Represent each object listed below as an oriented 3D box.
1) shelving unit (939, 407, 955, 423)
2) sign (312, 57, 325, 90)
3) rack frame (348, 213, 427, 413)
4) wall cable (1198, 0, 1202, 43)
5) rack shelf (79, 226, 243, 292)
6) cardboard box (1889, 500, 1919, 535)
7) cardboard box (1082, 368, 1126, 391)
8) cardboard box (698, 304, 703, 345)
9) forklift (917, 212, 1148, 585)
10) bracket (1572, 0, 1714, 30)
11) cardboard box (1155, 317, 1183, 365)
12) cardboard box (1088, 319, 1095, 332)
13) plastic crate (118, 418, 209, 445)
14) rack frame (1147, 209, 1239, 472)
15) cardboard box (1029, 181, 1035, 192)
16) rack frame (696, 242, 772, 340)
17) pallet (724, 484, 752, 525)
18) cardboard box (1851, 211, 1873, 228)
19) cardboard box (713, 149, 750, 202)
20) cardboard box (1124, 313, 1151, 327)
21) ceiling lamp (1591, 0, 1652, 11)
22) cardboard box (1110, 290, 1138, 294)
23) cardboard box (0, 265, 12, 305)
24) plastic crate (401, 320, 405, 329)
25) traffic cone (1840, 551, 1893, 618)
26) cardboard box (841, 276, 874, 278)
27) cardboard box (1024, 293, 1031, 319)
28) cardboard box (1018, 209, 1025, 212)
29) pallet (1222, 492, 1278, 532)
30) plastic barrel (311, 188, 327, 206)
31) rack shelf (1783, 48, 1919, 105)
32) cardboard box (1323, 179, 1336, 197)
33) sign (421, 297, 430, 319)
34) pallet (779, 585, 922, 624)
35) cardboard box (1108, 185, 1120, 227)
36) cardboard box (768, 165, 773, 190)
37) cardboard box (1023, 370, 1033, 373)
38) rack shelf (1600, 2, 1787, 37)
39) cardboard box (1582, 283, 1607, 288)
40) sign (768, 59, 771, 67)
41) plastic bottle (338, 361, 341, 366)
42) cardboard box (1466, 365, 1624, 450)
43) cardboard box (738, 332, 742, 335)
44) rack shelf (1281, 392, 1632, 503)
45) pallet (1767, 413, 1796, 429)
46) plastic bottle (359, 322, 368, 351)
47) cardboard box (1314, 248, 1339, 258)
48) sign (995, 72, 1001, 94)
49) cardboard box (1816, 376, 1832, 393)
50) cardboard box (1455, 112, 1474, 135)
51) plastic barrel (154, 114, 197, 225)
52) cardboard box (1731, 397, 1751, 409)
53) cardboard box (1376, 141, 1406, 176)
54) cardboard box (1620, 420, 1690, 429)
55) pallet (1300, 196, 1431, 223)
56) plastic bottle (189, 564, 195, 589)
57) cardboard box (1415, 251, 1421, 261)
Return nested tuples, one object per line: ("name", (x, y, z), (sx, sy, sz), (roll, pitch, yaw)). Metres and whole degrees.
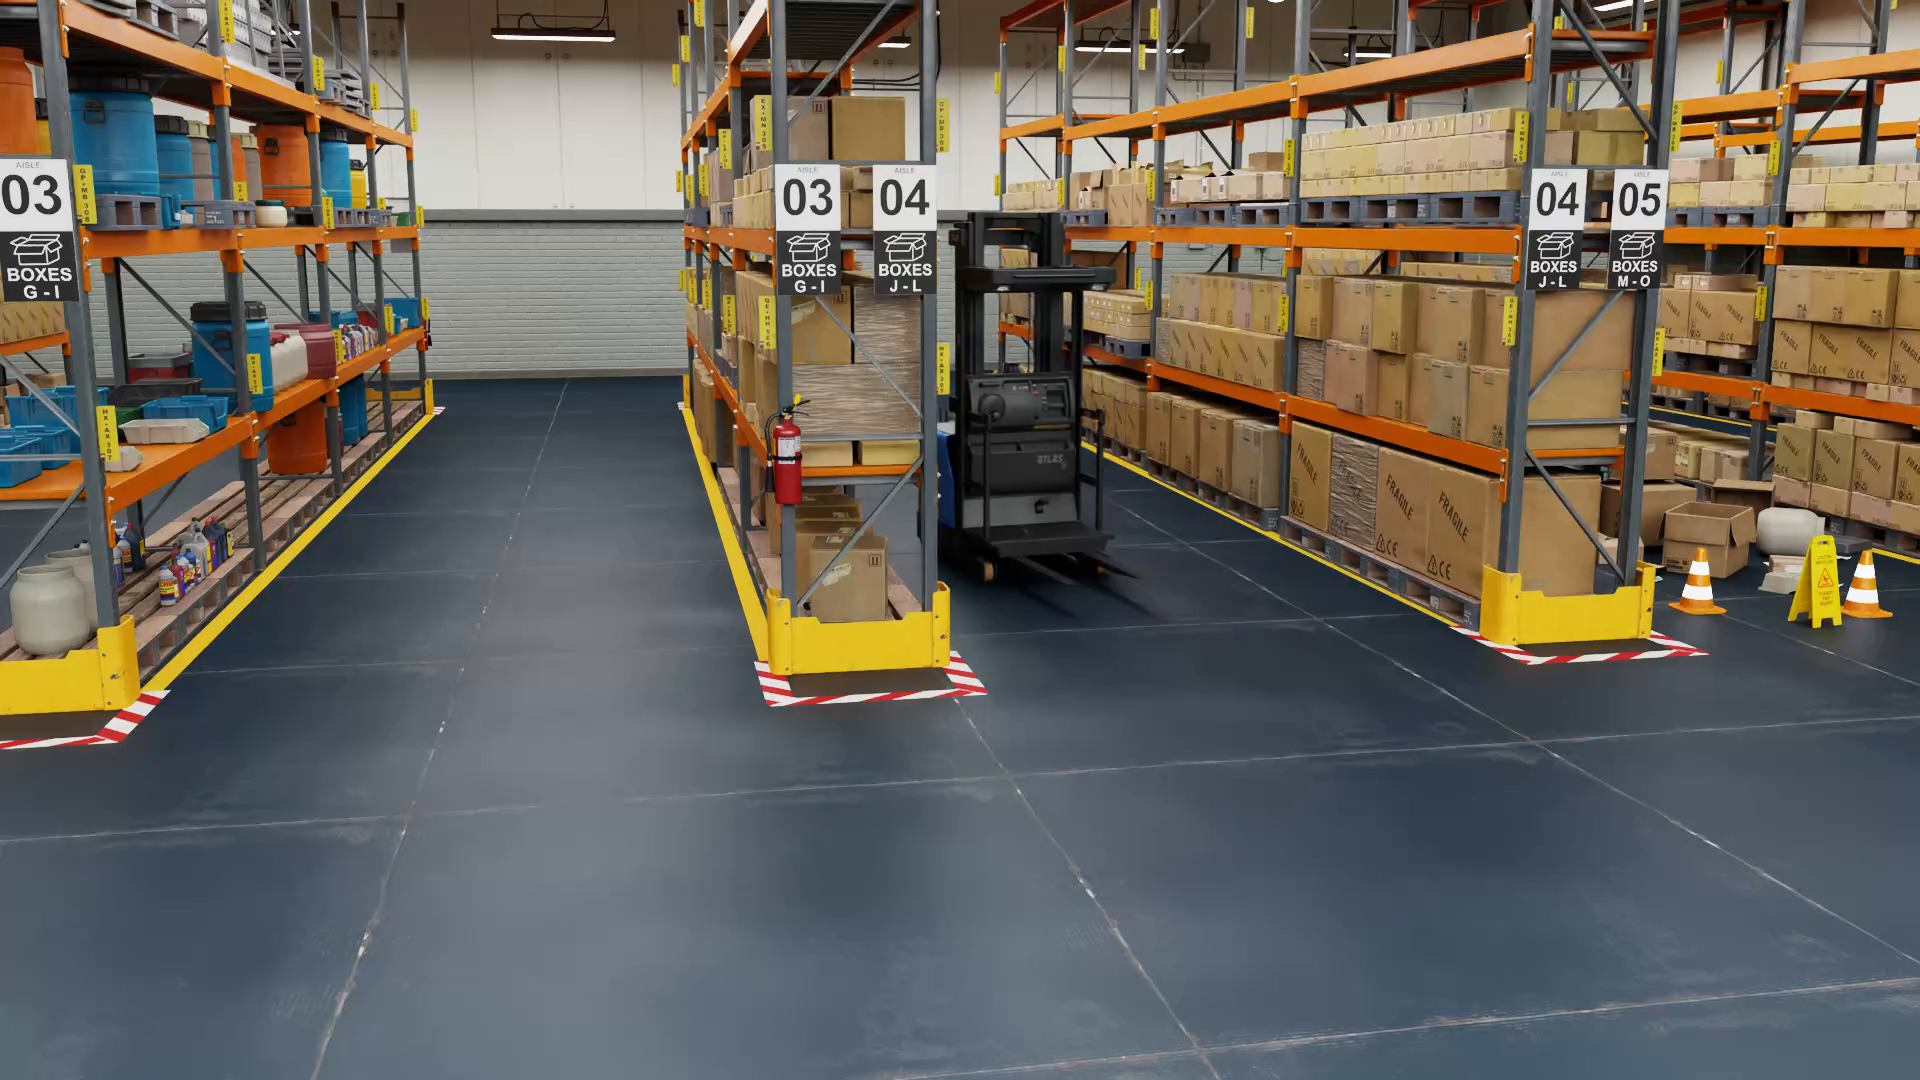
("shelving unit", (-0.047, -0.610, 15.192), (0.258, 1.200, 0.189), (-4, 11, -19))
("sign", (-6.523, -4.741, 16.903), (0.100, 0.325, 0.005), (-2, 11, -11))
("rack frame", (-8.617, -3.399, 25.031), (1.000, 3.000, 0.127), (-2, 11, -11))
("wall cable", (3.552, -11.122, 31.917), (2.355, 3.000, 0.029), (-2, 11, -11))
("rack shelf", (-5.894, -1.951, 11.327), (1.077, 0.370, 4.000), (-2, 11, -11))
("cardboard box", (8.453, -0.190, 14.402), (0.500, 0.250, 0.500), (-3, 11, -13))
("cardboard box", (1.895, -2.111, 21.822), (0.500, 0.250, 0.500), (-2, 11, -9))
("cardboard box", (-3.137, -2.801, 21.622), (0.500, 0.500, 0.500), (-2, 11, -11))
("forklift", (0.587, -1.182, 13.570), (1.130, 2.935, 3.031), (-4, 11, -19))
("bracket", (11.427, -8.798, 27.728), (0.076, 0.066, 4.783), (-2, 11, -11))
("cardboard box", (2.505, -2.230, 18.625), (0.500, 0.500, 0.500), (-2, 11, -10))
("cardboard box", (1.835, -2.715, 20.989), (0.380, 0.149, 0.250), (-3, 11, -14))
("plastic crate", (-5.719, -0.780, 11.976), (0.530, 0.136, 0.437), (-2, 11, -11))
("rack frame", (2.682, -2.273, 19.118), (1.000, 3.000, 0.127), (-2, 11, -11))
("cardboard box", (1.229, -5.178, 24.353), (0.380, 0.149, 0.250), (-2, 11, -12))
("rack frame", (-2.981, -2.845, 22.123), (1.000, 3.000, 0.127), (-2, 11, -11))
("pallet", (-1.818, -0.375, 16.602), (1.003, 0.211, 1.213), (-2, 11, -11))
("cardboard box", (8.278, -2.884, 14.973), (0.380, 0.149, 0.250), (-2, 11, -9))
("cardboard box", (-2.164, -3.599, 16.457), (0.500, 0.500, 0.500), (-2, 11, -13))
("cardboard box", (2.139, -2.576, 19.464), (0.380, 0.149, 0.250), (-2, 11, -10))
("ceiling lamp", (9.615, -8.968, 22.634), (0.800, 3.185, 2.000), (-2, 11, -11))
("cardboard box", (2.227, -3.266, 22.293), (0.380, 0.149, 0.250), (-2, 11, -13))
("cardboard box", (-12.715, -3.311, 21.631), (0.500, 0.500, 0.500), (-2, 11, -13))
("plastic crate", (-8.239, -3.102, 24.016), (0.396, 0.136, 0.243), (-2, 11, -11))
("traffic cone", (6.702, 0.312, 12.318), (0.336, 0.463, 0.334), (-2, 11, -11))
("cardboard box", (-0.779, -1.717, 12.456), (0.500, 0.500, 0.500), (-2, 11, -11))
("cardboard box", (1.260, -3.563, 24.829), (0.500, 0.500, 0.500), (-2, 11, -12))
("cardboard box", (1.174, -4.858, 25.077), (0.500, 0.250, 0.500), (-2, 11, -13))
("pallet", (3.236, -0.309, 16.254), (1.003, 0.211, 1.213), (-2, 11, -11))
("plastic barrel", (-7.042, -3.738, 18.081), (0.294, 0.245, 0.294), (0, 11, 0))
("rack shelf", (8.685, -3.964, 13.887), (1.077, 0.370, 4.000), (-2, 11, -11))
("cardboard box", (3.297, -2.973, 14.053), (0.380, 0.149, 0.250), (-2, 11, -11))
("sign", (-8.081, -3.502, 25.136), (0.100, 0.325, 0.005), (-2, 11, -11))
("pallet", (-0.785, 0.561, 11.683), (1.003, 0.211, 1.213), (-2, 11, -11))
("cardboard box", (2.119, -4.075, 20.292), (0.500, 0.500, 0.500), (-2, 11, -11))
("cardboard box", (-1.007, -2.280, 10.463), (0.380, 0.149, 0.250), (-2, 11, -11))
("cardboard box", (1.170, -2.490, 25.165), (0.380, 0.149, 0.250), (-2, 11, -10))
("rack shelf", (11.219, -7.980, 26.091), (1.077, 0.370, 4.000), (-2, 11, -11))
("cardboard box", (7.487, -2.687, 19.106), (0.500, 0.500, 0.500), (-2, 11, -8))
("sign", (-2.451, -6.312, 21.582), (0.100, 0.325, 0.005), (-2, 11, -11))
("plastic bottle", (-6.900, -2.076, 18.395), (0.061, 0.283, 0.133), (-2, 11, -11))
("cardboard box", (4.121, -0.946, 11.744), (0.875, 0.550, 0.550), (-2, 11, -11))
("cardboard box", (-1.398, -1.488, 13.931), (0.875, 0.500, 0.500), (-2, 11, -11))
("rack shelf", (3.849, -0.820, 13.404), (1.077, 0.370, 4.000), (-2, 11, -11))
("pallet", (12.044, -1.645, 23.274), (1.003, 0.211, 1.213), (-2, 11, -11))
("plastic bottle", (-7.339, -2.484, 20.358), (0.144, 0.351, 0.185), (-2, 11, -11))
("cardboard box", (5.887, -4.578, 26.550), (0.380, 0.149, 0.250), (-2, 11, -13))
("sign", (0.594, -7.166, 26.068), (0.100, 0.325, 0.005), (-2, 11, -11))
("cardboard box", (8.224, -1.453, 15.482), (0.380, 0.149, 0.250), (-2, 11, -11))
("cardboard box", (3.743, -2.946, 11.777), (0.380, 0.149, 0.250), (-2, 11, -10))
("plastic barrel", (-6.595, -3.003, 13.589), (0.600, 0.901, 0.708), (-2, 11, -11))
("cardboard box", (11.595, -2.171, 24.142), (0.500, 0.500, 0.500), (-2, 11, -12))
("cardboard box", (3.578, -2.964, 12.937), (0.500, 0.250, 0.500), (-2, 11, -10))
("cardboard box", (7.769, -1.148, 19.112), (0.950, 0.372, 0.625), (-2, 11, -12))
("pallet", (3.609, -2.819, 14.201), (1.003, 0.211, 1.213), (-2, 11, -11))
("plastic bottle", (-5.658, 0.251, 12.162), (0.097, 0.201, 0.097), (0, 11, 0))
("cardboard box", (6.868, -4.178, 24.450), (0.380, 0.149, 0.250), (-2, 11, -10))
